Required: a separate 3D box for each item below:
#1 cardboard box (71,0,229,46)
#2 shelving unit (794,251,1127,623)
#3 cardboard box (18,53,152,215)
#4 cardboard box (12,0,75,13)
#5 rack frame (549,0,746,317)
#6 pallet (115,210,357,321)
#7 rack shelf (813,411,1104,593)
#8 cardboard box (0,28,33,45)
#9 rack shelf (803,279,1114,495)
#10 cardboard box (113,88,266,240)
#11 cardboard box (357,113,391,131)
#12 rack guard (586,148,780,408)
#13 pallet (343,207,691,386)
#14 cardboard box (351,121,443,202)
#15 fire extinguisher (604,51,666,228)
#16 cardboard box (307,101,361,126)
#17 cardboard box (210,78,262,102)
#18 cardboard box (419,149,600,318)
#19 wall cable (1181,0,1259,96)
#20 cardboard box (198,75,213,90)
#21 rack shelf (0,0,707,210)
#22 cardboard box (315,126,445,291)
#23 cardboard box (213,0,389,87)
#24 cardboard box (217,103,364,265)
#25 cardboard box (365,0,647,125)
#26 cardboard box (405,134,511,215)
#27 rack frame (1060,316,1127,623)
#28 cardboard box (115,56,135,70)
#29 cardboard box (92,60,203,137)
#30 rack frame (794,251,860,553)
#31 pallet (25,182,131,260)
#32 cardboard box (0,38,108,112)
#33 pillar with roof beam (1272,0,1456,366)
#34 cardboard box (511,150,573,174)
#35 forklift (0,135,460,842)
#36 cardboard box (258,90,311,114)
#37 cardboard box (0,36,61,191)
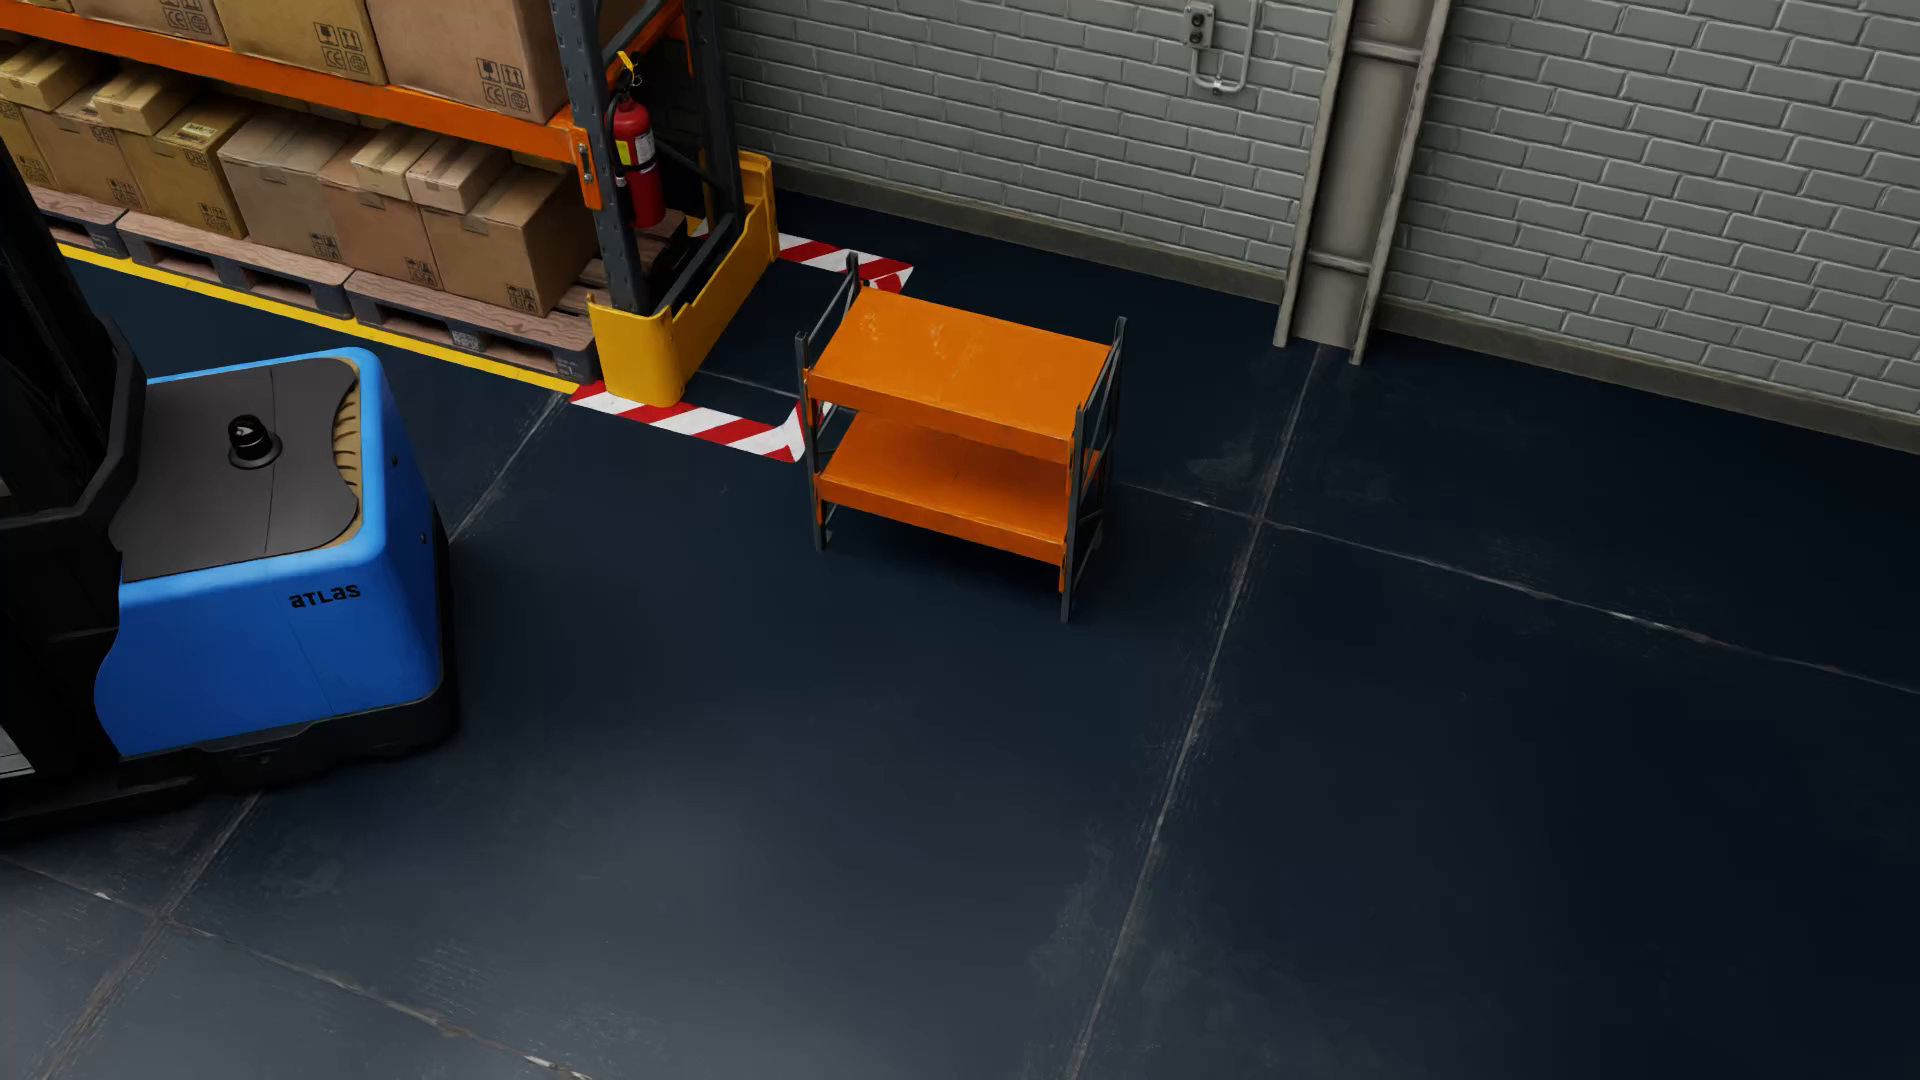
[{"bbox_3d":[-3.090,-2.611,6.696,0.700,0.700,0.980,13,50,11],"label":"cardboard box"},{"bbox_3d":[0.006,-0.367,6.190,1.048,1.125,0.538,16,51,13],"label":"shelving unit"},{"bbox_3d":[-3.826,-1.962,7.708,0.500,0.500,0.700,15,51,13],"label":"cardboard box"},{"bbox_3d":[-3.776,-2.795,6.855,0.700,0.700,0.980,14,51,12],"label":"cardboard box"},{"bbox_3d":[-1.210,-1.998,6.363,0.127,3.000,1.000,16,51,13],"label":"rack frame"},{"bbox_3d":[-3.128,-1.559,7.828,1.213,0.211,1.003,16,51,13],"label":"pallet"},{"bbox_3d":[0.006,-0.206,6.375,1.000,0.278,0.538,16,51,13],"label":"rack shelf"},{"bbox_3d":[-4.363,-2.487,7.734,0.250,0.149,0.380,15,51,13],"label":"cardboard box"},{"bbox_3d":[0.006,-0.558,5.969,1.000,0.278,0.538,16,51,13],"label":"rack shelf"},{"bbox_3d":[-3.345,-1.826,7.590,0.500,0.500,0.700,17,51,14],"label":"cardboard box"},{"bbox_3d":[-2.425,-1.948,7.267,0.250,0.149,0.380,16,51,13],"label":"cardboard box"},{"bbox_3d":[-1.187,-1.173,7.302,0.348,0.500,1.175,16,51,13],"label":"rack guard"},{"bbox_3d":[-1.987,-1.238,7.550,1.213,0.211,1.003,16,51,13],"label":"pallet"},{"bbox_3d":[-2.325,-1.612,6.976,0.250,0.149,0.380,17,51,14],"label":"cardboard box"},{"bbox_3d":[-1.228,-1.484,6.215,0.183,0.674,0.296,16,51,13],"label":"fire extinguisher"},{"bbox_3d":[-2.664,-2.015,7.325,0.250,0.149,0.380,16,51,14],"label":"cardboard box"},{"bbox_3d":[-3.142,-2.148,7.440,0.250,0.149,0.380,15,51,12],"label":"cardboard box"},{"bbox_3d":[-1.901,-1.429,7.246,0.500,0.500,0.700,16,51,13],"label":"cardboard box"},{"bbox_3d":[0.319,-2.666,6.270,1.851,1.984,0.084,16,51,13],"label":"wall cable"},{"bbox_3d":[-3.384,-2.215,7.498,0.250,0.149,0.380,16,51,14],"label":"cardboard box"},{"bbox_3d":[-3.086,-2.286,7.089,4.000,0.370,1.077,16,51,13],"label":"rack shelf"},{"bbox_3d":[-2.371,-1.560,7.360,0.500,0.500,0.700,15,51,13],"label":"cardboard box"},{"bbox_3d":[-2.378,-2.405,6.518,0.700,0.700,0.980,15,51,13],"label":"cardboard box"},{"bbox_3d":[-2.843,-1.691,7.474,0.500,0.500,0.700,14,51,12],"label":"cardboard box"},{"bbox_3d":[-1.692,-2.222,6.359,0.700,0.700,0.980,18,51,15],"label":"cardboard box"},{"bbox_3d":[-2.085,-1.546,6.918,0.250,0.149,0.380,15,51,13],"label":"cardboard box"},{"bbox_3d":[0.483,-0.234,6.075,0.032,1.125,0.500,16,51,13],"label":"rack frame"},{"bbox_3d":[-3.621,-2.282,7.556,0.250,0.149,0.380,14,51,12],"label":"cardboard box"},{"bbox_3d":[-3.548,-1.952,7.271,0.250,0.149,0.380,14,51,12],"label":"cardboard box"},{"bbox_3d":[-0.471,-0.500,6.305,0.032,1.125,0.500,16,51,13],"label":"rack frame"},{"bbox_3d":[-4.276,-1.877,8.104,1.213,0.211,1.003,16,51,13],"label":"pallet"},{"bbox_3d":[-4.038,-2.089,7.389,0.250,0.149,0.380,17,51,14],"label":"cardboard box"},{"bbox_3d":[0.131,-0.817,1.370,0.400,9.000,9.100,16,51,13],"label":"pillar with roof beam"},{"bbox_3d":[-1.715,-1.750,7.096,0.250,0.149,0.380,16,51,13],"label":"cardboard box"},{"bbox_3d":[-3.372,-0.319,4.954,3.031,2.935,1.130,-11,50,-9],"label":"forklift"},{"bbox_3d":[-2.905,-2.081,7.382,0.250,0.149,0.380,16,51,13],"label":"cardboard box"},{"bbox_3d":[-4.296,-2.096,7.824,0.500,0.500,0.700,16,51,14],"label":"cardboard box"}]
